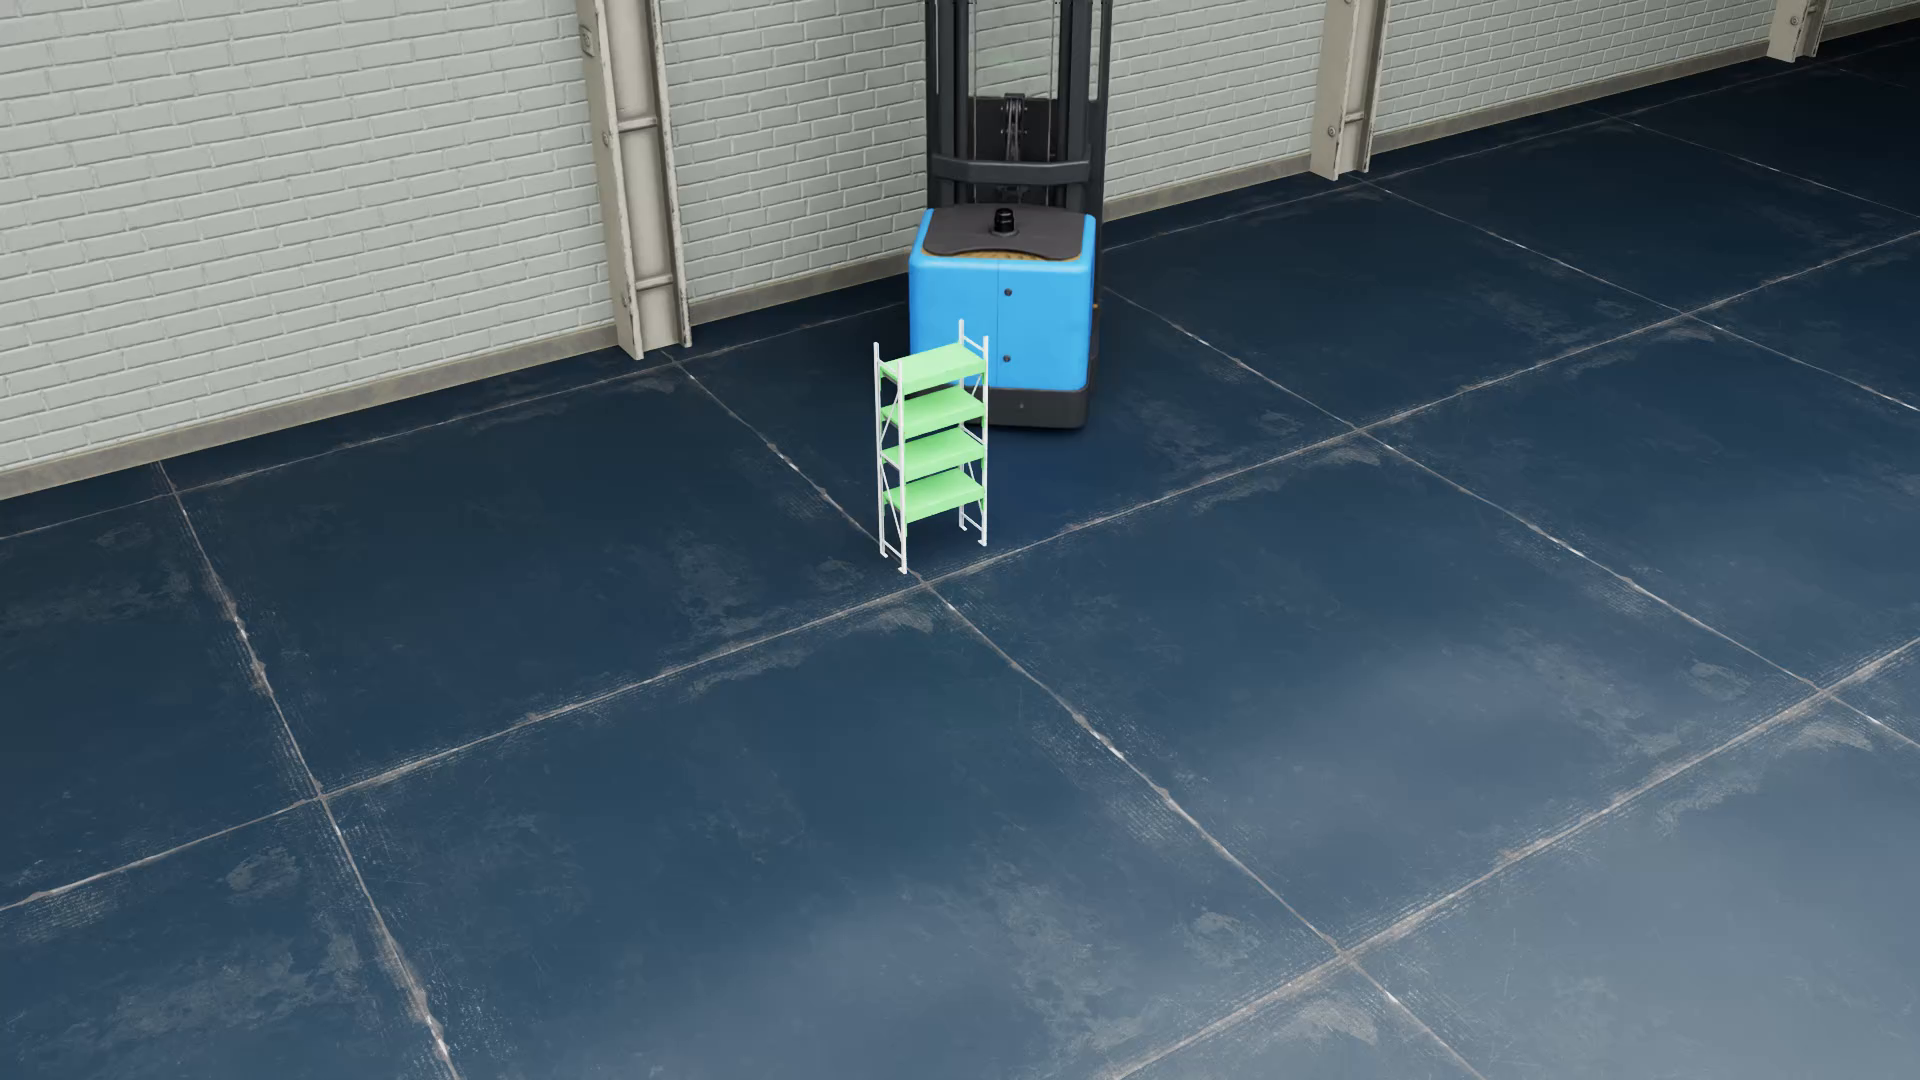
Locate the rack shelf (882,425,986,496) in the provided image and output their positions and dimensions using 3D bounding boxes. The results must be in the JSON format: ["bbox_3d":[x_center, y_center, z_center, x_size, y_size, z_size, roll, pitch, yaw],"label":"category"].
[{"bbox_3d":[-0.139,-0.406,8.388,0.480,0.148,0.258,-19,37,-27],"label":"rack shelf"}]

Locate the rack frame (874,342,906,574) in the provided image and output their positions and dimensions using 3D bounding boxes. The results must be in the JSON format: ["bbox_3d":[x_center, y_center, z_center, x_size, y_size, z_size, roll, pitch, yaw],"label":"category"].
[{"bbox_3d":[-0.344,-0.389,8.242,0.015,1.200,0.240,-19,37,-27],"label":"rack frame"}]

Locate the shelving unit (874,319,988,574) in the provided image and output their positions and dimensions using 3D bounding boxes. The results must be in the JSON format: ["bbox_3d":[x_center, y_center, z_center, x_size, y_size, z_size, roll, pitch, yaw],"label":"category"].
[{"bbox_3d":[-0.139,-0.460,8.354,0.503,1.200,0.258,-19,37,-27],"label":"shelving unit"}]

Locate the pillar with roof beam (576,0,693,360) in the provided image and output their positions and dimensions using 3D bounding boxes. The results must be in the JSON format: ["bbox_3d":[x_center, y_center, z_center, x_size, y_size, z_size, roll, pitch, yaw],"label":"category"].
[{"bbox_3d":[0.357,-3.143,5.298,0.400,9.000,9.100,-19,37,-27],"label":"pillar with roof beam"}]

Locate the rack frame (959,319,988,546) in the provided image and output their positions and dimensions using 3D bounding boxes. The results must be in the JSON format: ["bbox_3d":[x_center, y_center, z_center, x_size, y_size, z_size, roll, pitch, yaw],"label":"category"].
[{"bbox_3d":[0.066,-0.530,8.466,0.015,1.200,0.240,-19,37,-27],"label":"rack frame"}]

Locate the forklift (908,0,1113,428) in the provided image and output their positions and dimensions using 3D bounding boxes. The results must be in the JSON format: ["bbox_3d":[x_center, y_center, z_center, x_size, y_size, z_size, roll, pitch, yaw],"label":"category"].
[{"bbox_3d":[0.366,-2.652,10.207,1.130,2.935,3.031,3,32,5],"label":"forklift"}]

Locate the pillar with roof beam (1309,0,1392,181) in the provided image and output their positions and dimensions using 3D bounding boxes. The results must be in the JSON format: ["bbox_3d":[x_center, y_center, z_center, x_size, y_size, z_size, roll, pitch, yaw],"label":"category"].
[{"bbox_3d":[5.400,-4.877,8.048,0.400,9.000,9.100,-19,37,-27],"label":"pillar with roof beam"}]

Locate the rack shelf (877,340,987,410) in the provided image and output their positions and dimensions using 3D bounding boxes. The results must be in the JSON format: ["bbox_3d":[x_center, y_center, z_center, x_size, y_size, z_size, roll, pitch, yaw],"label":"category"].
[{"bbox_3d":[-0.139,-0.812,8.132,0.480,0.148,0.258,-19,37,-27],"label":"rack shelf"}]

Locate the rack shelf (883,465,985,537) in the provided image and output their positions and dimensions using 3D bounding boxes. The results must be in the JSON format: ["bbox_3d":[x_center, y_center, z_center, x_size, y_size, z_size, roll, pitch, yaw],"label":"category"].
[{"bbox_3d":[-0.139,-0.203,8.516,0.480,0.148,0.258,-19,37,-27],"label":"rack shelf"}]

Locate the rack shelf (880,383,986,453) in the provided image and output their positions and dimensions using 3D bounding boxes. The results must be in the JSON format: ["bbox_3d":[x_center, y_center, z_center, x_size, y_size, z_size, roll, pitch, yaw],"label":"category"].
[{"bbox_3d":[-0.139,-0.609,8.260,0.480,0.148,0.258,-19,37,-27],"label":"rack shelf"}]

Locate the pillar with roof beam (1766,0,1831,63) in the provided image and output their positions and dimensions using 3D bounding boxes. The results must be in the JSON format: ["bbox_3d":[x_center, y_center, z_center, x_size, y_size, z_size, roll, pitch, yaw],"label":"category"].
[{"bbox_3d":[10.443,-6.612,10.797,0.400,9.000,9.100,-19,37,-27],"label":"pillar with roof beam"}]
